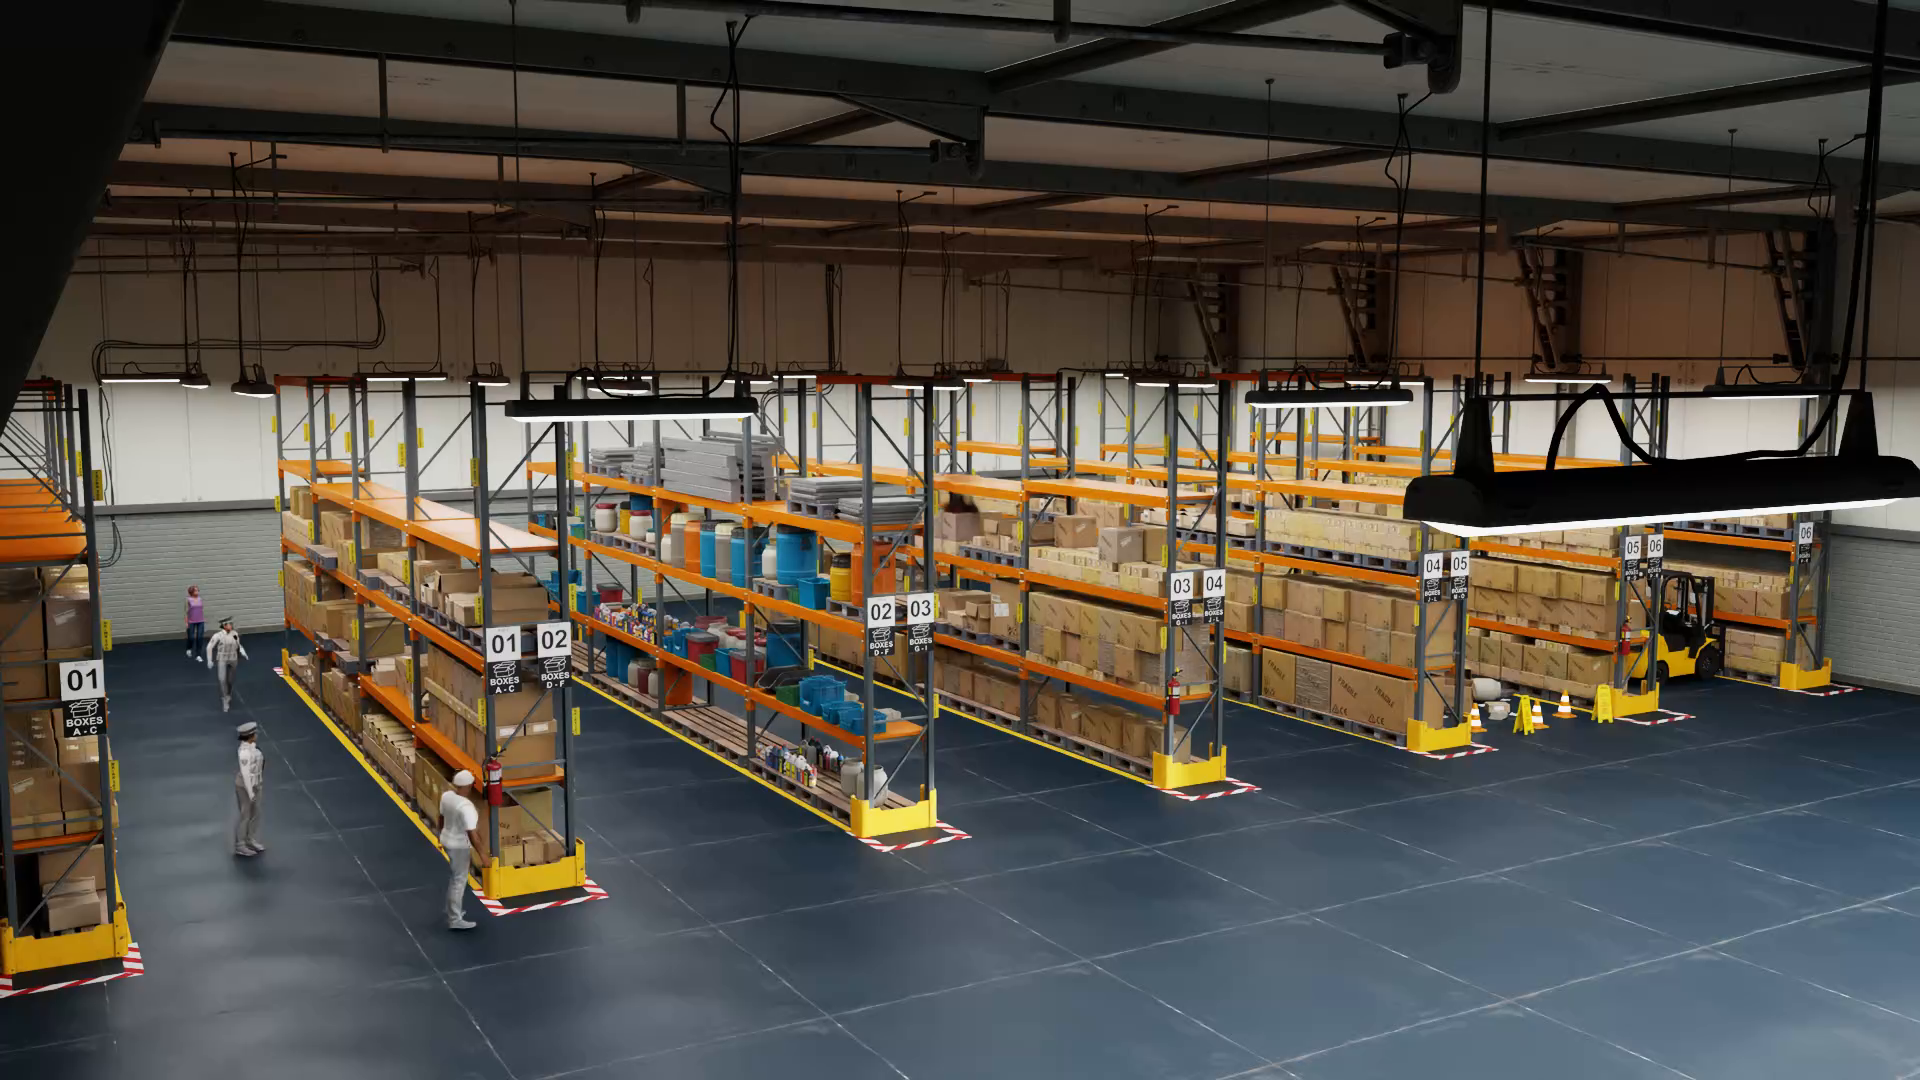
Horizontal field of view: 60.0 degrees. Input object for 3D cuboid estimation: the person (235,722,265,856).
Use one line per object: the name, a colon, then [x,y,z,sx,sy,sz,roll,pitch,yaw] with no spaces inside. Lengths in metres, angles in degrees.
person: [-9.094,3.170,21.296,0.349,1.697,0.509,0,6,1]

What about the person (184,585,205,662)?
person: [-16.002,1.782,34.751,0.404,1.485,0.522,-5,8,-36]

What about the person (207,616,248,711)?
person: [-13.338,2.216,30.276,0.665,1.666,0.948,-3,7,-29]

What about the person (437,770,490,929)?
person: [-5.599,3.439,18.641,0.466,1.783,0.723,-4,8,-36]
